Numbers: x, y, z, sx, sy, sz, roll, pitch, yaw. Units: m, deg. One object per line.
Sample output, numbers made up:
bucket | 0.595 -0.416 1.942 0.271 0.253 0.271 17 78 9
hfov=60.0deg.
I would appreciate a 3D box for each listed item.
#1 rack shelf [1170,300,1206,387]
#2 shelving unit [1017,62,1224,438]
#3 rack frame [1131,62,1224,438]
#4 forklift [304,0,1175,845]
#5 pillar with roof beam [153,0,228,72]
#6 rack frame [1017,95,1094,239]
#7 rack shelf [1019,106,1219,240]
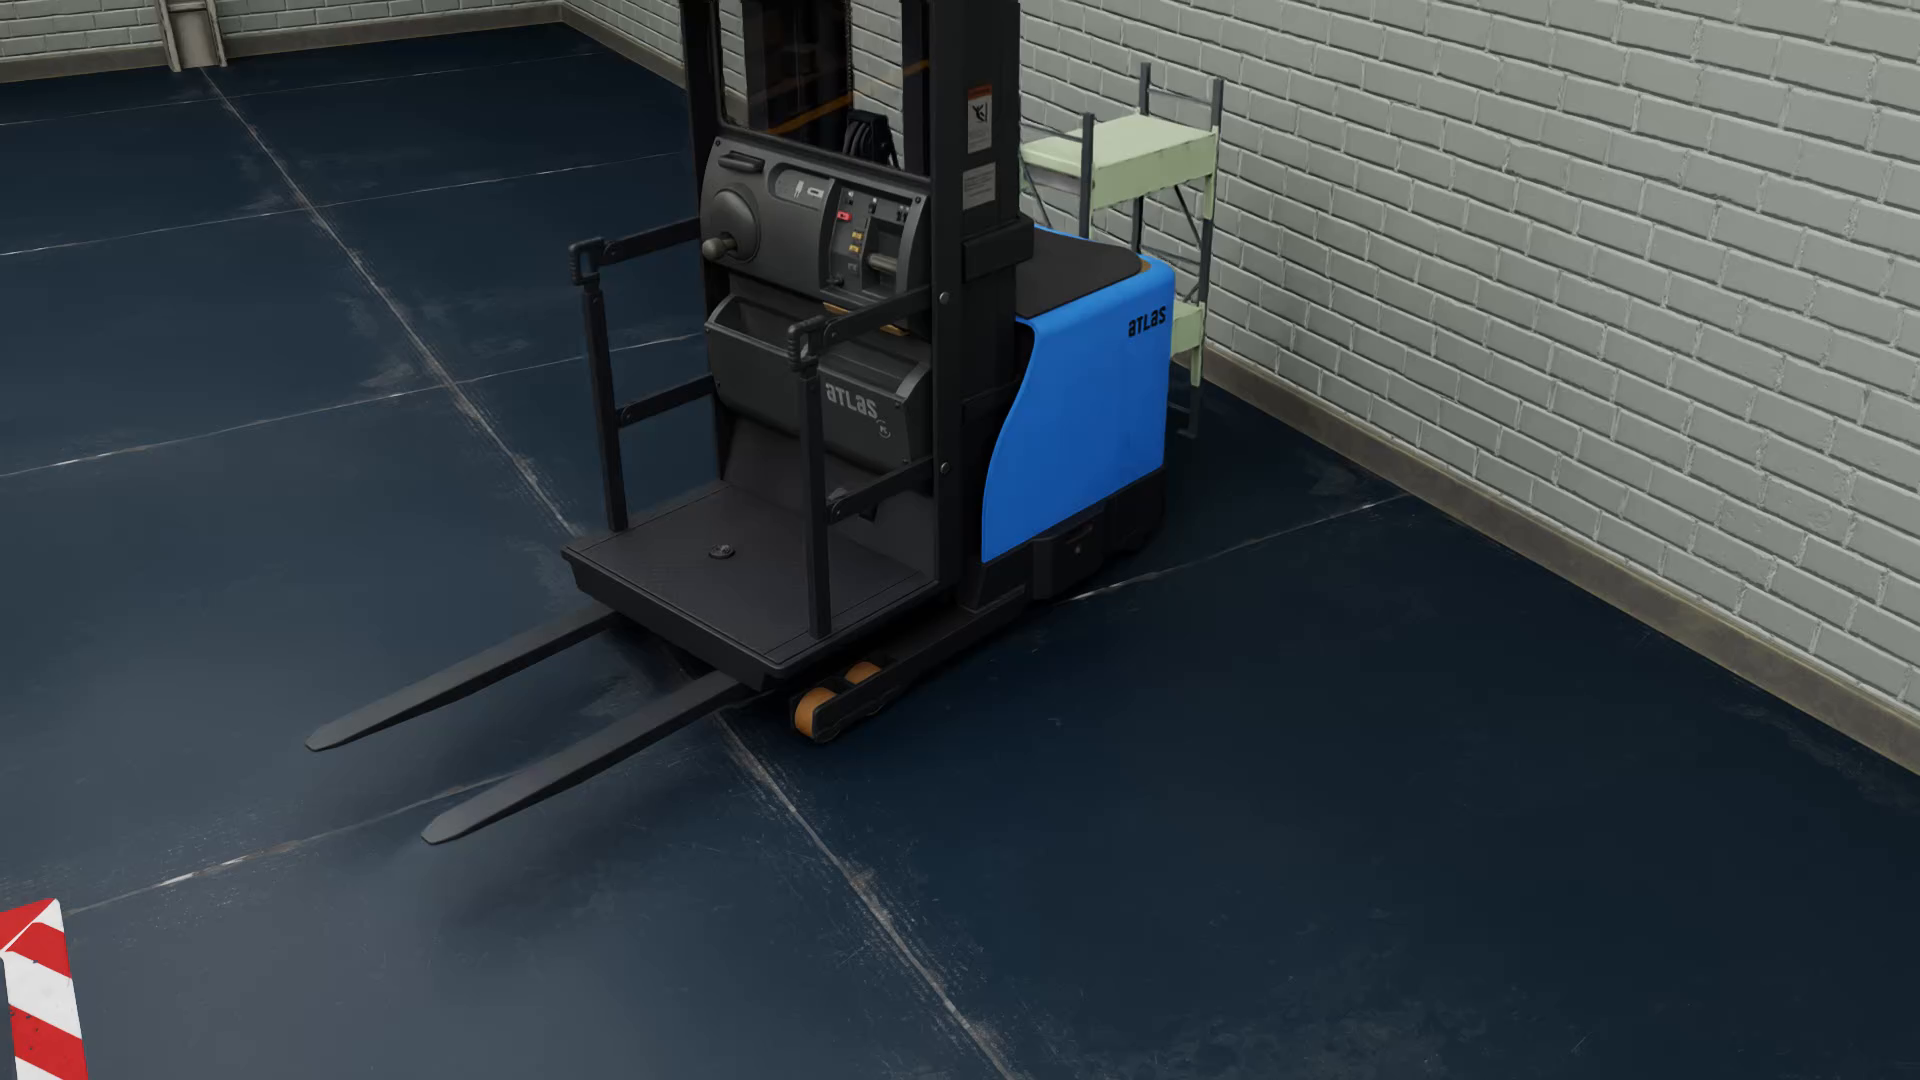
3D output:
rack shelf | 0.594 -0.754 6.738 0.720 0.370 0.431 -25 37 -37
shelving unit | 0.594 -1.039 6.581 0.755 1.500 0.431 -25 37 -37
rack frame | 0.859 -1.161 6.802 0.023 1.500 0.400 -25 37 -37
forklift | -0.602 -0.939 4.919 1.130 2.935 3.031 24 37 36
pillar with roof beam | -3.757 -5.848 7.533 0.400 9.000 9.100 -16 33 -26
rack frame | 0.329 -0.917 6.359 0.023 1.500 0.400 -25 37 -37
rack shelf | 0.594 -1.381 6.392 0.720 0.370 0.431 -25 37 -37
